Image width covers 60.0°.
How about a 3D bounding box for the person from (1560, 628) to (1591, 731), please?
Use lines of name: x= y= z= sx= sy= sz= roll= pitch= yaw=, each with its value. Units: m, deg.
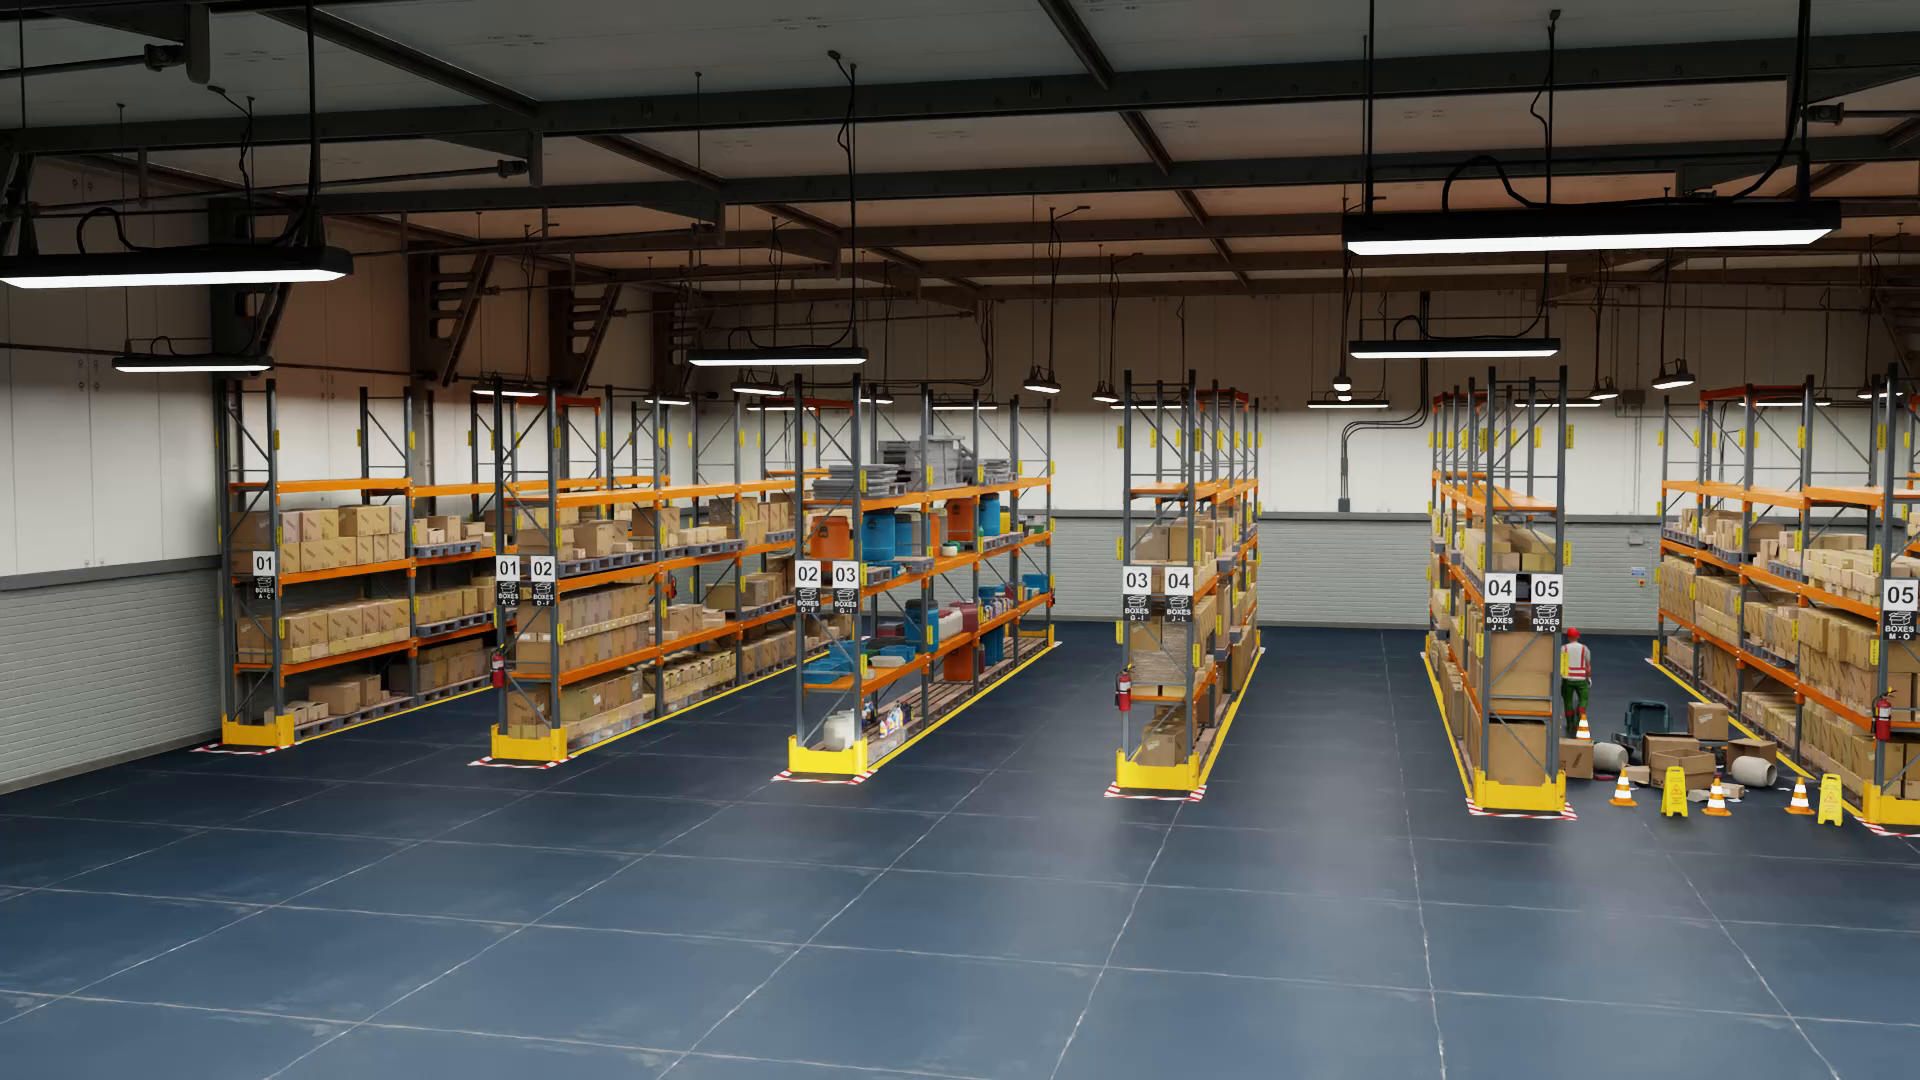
person: x=10.556 y=2.401 z=28.584 sx=0.573 sy=1.787 sz=0.534 roll=1 pitch=4 yaw=14
